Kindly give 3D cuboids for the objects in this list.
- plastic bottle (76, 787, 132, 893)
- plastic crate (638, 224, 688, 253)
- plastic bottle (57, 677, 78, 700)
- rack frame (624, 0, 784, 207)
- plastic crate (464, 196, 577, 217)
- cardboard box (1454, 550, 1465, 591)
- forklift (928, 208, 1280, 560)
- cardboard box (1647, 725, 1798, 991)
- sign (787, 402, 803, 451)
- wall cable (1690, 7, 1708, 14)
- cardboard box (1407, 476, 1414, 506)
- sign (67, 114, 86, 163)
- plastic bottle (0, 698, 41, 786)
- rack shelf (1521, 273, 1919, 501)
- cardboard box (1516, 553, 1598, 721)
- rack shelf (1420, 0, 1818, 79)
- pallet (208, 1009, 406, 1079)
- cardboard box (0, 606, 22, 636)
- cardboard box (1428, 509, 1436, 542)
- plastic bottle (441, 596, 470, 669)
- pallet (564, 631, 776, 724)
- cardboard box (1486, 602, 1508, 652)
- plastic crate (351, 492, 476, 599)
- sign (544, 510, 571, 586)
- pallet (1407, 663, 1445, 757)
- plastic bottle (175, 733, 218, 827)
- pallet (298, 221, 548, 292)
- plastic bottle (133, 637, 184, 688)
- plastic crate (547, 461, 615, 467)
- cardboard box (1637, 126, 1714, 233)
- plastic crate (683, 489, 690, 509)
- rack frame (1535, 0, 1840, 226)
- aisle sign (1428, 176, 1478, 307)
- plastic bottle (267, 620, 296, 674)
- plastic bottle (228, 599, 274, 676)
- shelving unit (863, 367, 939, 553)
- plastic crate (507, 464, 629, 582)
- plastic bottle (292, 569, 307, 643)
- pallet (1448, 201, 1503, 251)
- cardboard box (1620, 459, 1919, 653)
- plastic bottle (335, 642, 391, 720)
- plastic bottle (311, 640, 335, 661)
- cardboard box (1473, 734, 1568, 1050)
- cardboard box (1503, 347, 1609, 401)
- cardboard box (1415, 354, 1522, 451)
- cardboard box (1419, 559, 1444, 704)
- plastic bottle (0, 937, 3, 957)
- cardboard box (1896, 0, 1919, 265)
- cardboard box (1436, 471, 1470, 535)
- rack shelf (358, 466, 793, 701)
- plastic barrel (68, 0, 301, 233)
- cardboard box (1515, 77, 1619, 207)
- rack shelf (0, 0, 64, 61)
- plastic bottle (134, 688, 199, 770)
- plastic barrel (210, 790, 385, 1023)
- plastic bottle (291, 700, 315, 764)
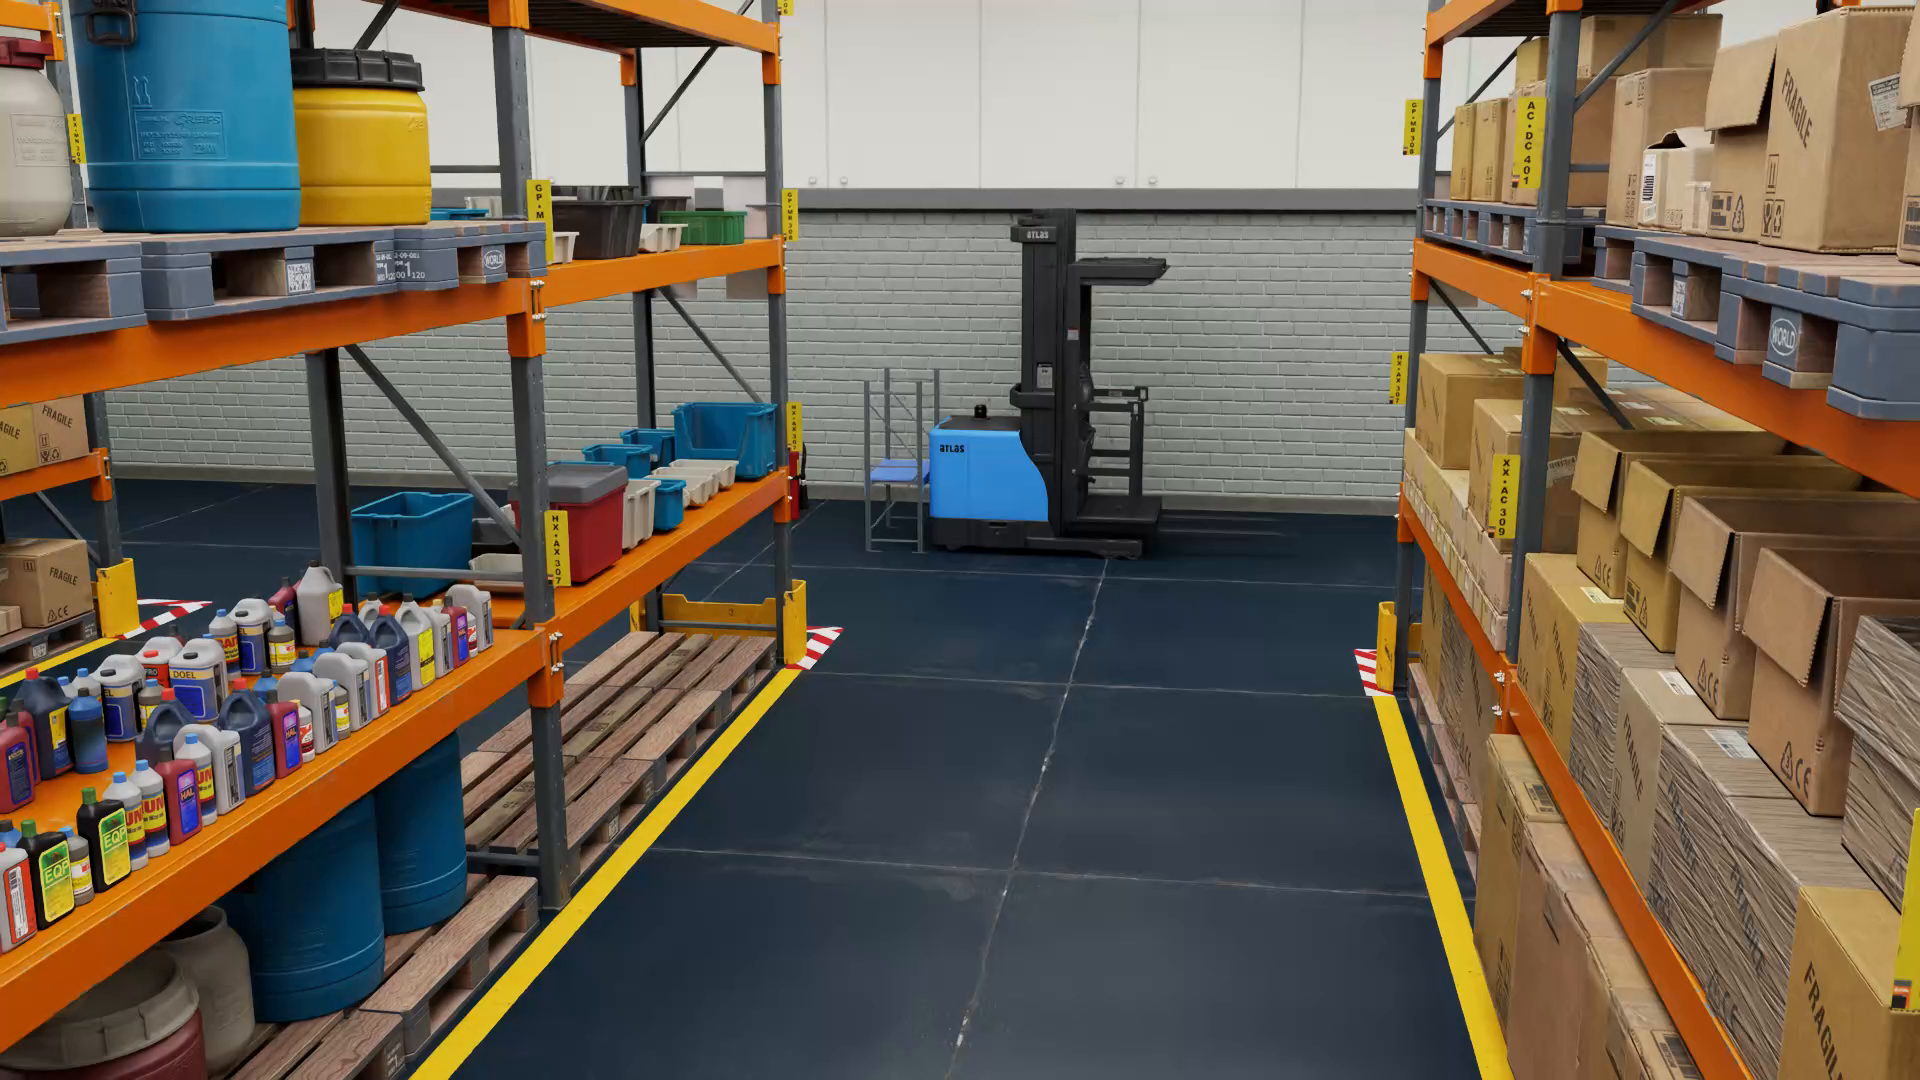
[{"bbox_3d":[-2.307,0.792,4.476,0.061,0.283,0.133,2,12,9],"label":"plastic bottle"},{"bbox_3d":[-1.708,-1.579,8.708,0.437,0.136,0.530,2,12,9],"label":"plastic crate"},{"bbox_3d":[-2.936,0.584,5.469,0.097,0.271,0.097,0,12,0],"label":"plastic bottle"},{"bbox_3d":[-1.635,-3.613,10.397,1.000,3.000,0.127,2,12,9],"label":"rack frame"},{"bbox_3d":[-2.281,-1.637,8.631,0.437,0.282,0.530,2,12,9],"label":"plastic crate"},{"bbox_3d":[2.525,0.147,7.785,0.380,0.149,0.250,2,12,10],"label":"cardboard box"},{"bbox_3d":[1.284,-1.381,14.445,3.031,2.935,1.130,2,12,9],"label":"forklift"},{"bbox_3d":[2.019,0.774,4.043,0.500,0.500,0.500,1,12,7],"label":"cardboard box"},{"bbox_3d":[-1.089,-0.745,10.945,0.100,0.325,0.005,2,12,9],"label":"sign"},{"bbox_3d":[7.534,-6.090,14.257,2.277,5.999,0.120,2,12,9],"label":"wall cable"},{"bbox_3d":[2.840,-0.280,9.770,0.380,0.149,0.250,2,12,8],"label":"cardboard box"},{"bbox_3d":[-5.983,-2.718,11.266,0.100,0.325,0.005,2,12,9],"label":"sign"},{"bbox_3d":[-2.940,0.642,5.171,0.061,0.283,0.133,2,12,9],"label":"plastic bottle"},{"bbox_3d":[2.336,-0.385,4.249,1.077,0.370,4.000,2,12,9],"label":"rack shelf"},{"bbox_3d":[2.326,0.352,6.004,0.500,0.500,0.500,2,12,9],"label":"cardboard box"},{"bbox_3d":[2.952,-2.489,7.839,1.077,0.370,4.000,2,12,9],"label":"rack shelf"},{"bbox_3d":[-2.595,1.930,5.539,1.003,0.211,1.213,2,12,9],"label":"pallet"},{"bbox_3d":[-6.520,0.531,11.090,0.380,0.166,0.250,2,12,9],"label":"cardboard box"},{"bbox_3d":[2.683,-0.066,8.776,0.380,0.149,0.250,2,12,8],"label":"cardboard box"},{"bbox_3d":[-1.982,0.352,6.518,0.061,0.283,0.133,2,12,9],"label":"plastic bottle"},{"bbox_3d":[-1.800,0.853,10.532,1.003,0.211,1.213,2,12,9],"label":"pallet"},{"bbox_3d":[2.367,0.362,6.791,0.380,0.149,0.250,2,12,9],"label":"cardboard box"},{"bbox_3d":[-2.515,0.023,7.663,0.392,0.384,0.575,2,12,9],"label":"plastic crate"},{"bbox_3d":[-1.707,0.035,7.052,0.100,0.325,0.005,2,12,9],"label":"sign"},{"bbox_3d":[3.213,1.013,9.794,1.003,0.211,1.213,2,12,9],"label":"pallet"},{"bbox_3d":[-2.257,0.705,4.908,0.097,0.271,0.097,0,12,0],"label":"plastic bottle"},{"bbox_3d":[-2.274,-1.055,6.098,1.213,0.211,1.003,2,12,9],"label":"pallet"},{"bbox_3d":[-2.840,0.490,5.895,0.152,0.276,0.135,2,12,9],"label":"plastic bottle"},{"bbox_3d":[-2.201,-0.313,9.580,0.416,0.233,0.300,2,12,9],"label":"plastic crate"},{"bbox_3d":[2.386,-1.090,5.024,0.500,0.311,0.500,1,12,7],"label":"cardboard box"},{"bbox_3d":[-1.686,-0.224,9.397,0.298,0.136,0.250,2,12,9],"label":"plastic crate"},{"bbox_3d":[2.644,-2.620,5.789,1.000,3.000,0.127,2,12,9],"label":"rack frame"},{"bbox_3d":[2.974,-1.815,10.125,0.394,0.787,0.004,2,12,9],"label":"aisle sign"},{"bbox_3d":[-2.628,0.410,6.443,0.097,0.201,0.097,0,12,0],"label":"plastic bottle"},{"bbox_3d":[-2.754,0.373,6.435,0.152,0.276,0.135,2,12,9],"label":"plastic bottle"},{"bbox_3d":[-0.506,-0.733,14.835,0.538,1.500,1.048,2,12,7],"label":"shelving unit"},{"bbox_3d":[-1.865,-0.086,7.977,0.402,0.464,0.583,2,12,9],"label":"plastic crate"},{"bbox_3d":[-2.728,0.272,6.888,0.061,0.283,0.133,2,12,9],"label":"plastic bottle"},{"bbox_3d":[2.970,-1.533,8.078,1.003,0.211,1.213,2,12,9],"label":"pallet"},{"bbox_3d":[2.437,0.049,5.025,0.797,0.503,0.637,2,12,9],"label":"cardboard box"},{"bbox_3d":[-2.125,0.487,5.909,0.152,0.276,0.135,2,12,9],"label":"plastic bottle"},{"bbox_3d":[-2.251,0.489,5.911,0.097,0.271,0.097,0,12,0],"label":"plastic bottle"},{"bbox_3d":[2.565,1.280,5.979,1.225,0.875,0.875,2,12,9],"label":"cardboard box"},{"bbox_3d":[3.444,-0.848,9.680,0.500,0.500,0.500,2,12,9],"label":"cardboard box"},{"bbox_3d":[2.842,-0.763,9.284,0.500,0.500,0.500,2,12,7],"label":"cardboard box"},{"bbox_3d":[3.240,0.450,9.834,0.875,0.875,0.875,2,12,9],"label":"cardboard box"},{"bbox_3d":[-2.384,0.896,3.994,0.061,0.283,0.133,2,12,9],"label":"plastic bottle"},{"bbox_3d":[2.051,-0.706,2.786,0.797,0.503,0.637,3,12,12],"label":"cardboard box"},{"bbox_3d":[2.689,-0.179,8.353,0.500,0.250,0.500,2,12,8],"label":"cardboard box"},{"bbox_3d":[-1.942,0.088,9.173,1.077,0.370,4.000,2,12,9],"label":"rack shelf"},{"bbox_3d":[-2.361,-1.404,5.081,0.600,0.901,0.708,2,12,9],"label":"plastic barrel"},{"bbox_3d":[2.705,-1.621,6.805,0.700,0.500,0.500,1,12,5],"label":"cardboard box"},{"bbox_3d":[-6.836,-3.004,9.290,1.077,0.370,4.000,2,12,9],"label":"rack shelf"},{"bbox_3d":[-2.409,0.631,5.063,0.144,0.351,0.185,2,12,9],"label":"plastic bottle"},{"bbox_3d":[-2.459,1.233,6.136,0.600,0.901,0.708,2,12,9],"label":"plastic barrel"},{"bbox_3d":[-2.172,0.624,5.447,0.097,0.201,0.097,0,12,0],"label":"plastic bottle"}]
